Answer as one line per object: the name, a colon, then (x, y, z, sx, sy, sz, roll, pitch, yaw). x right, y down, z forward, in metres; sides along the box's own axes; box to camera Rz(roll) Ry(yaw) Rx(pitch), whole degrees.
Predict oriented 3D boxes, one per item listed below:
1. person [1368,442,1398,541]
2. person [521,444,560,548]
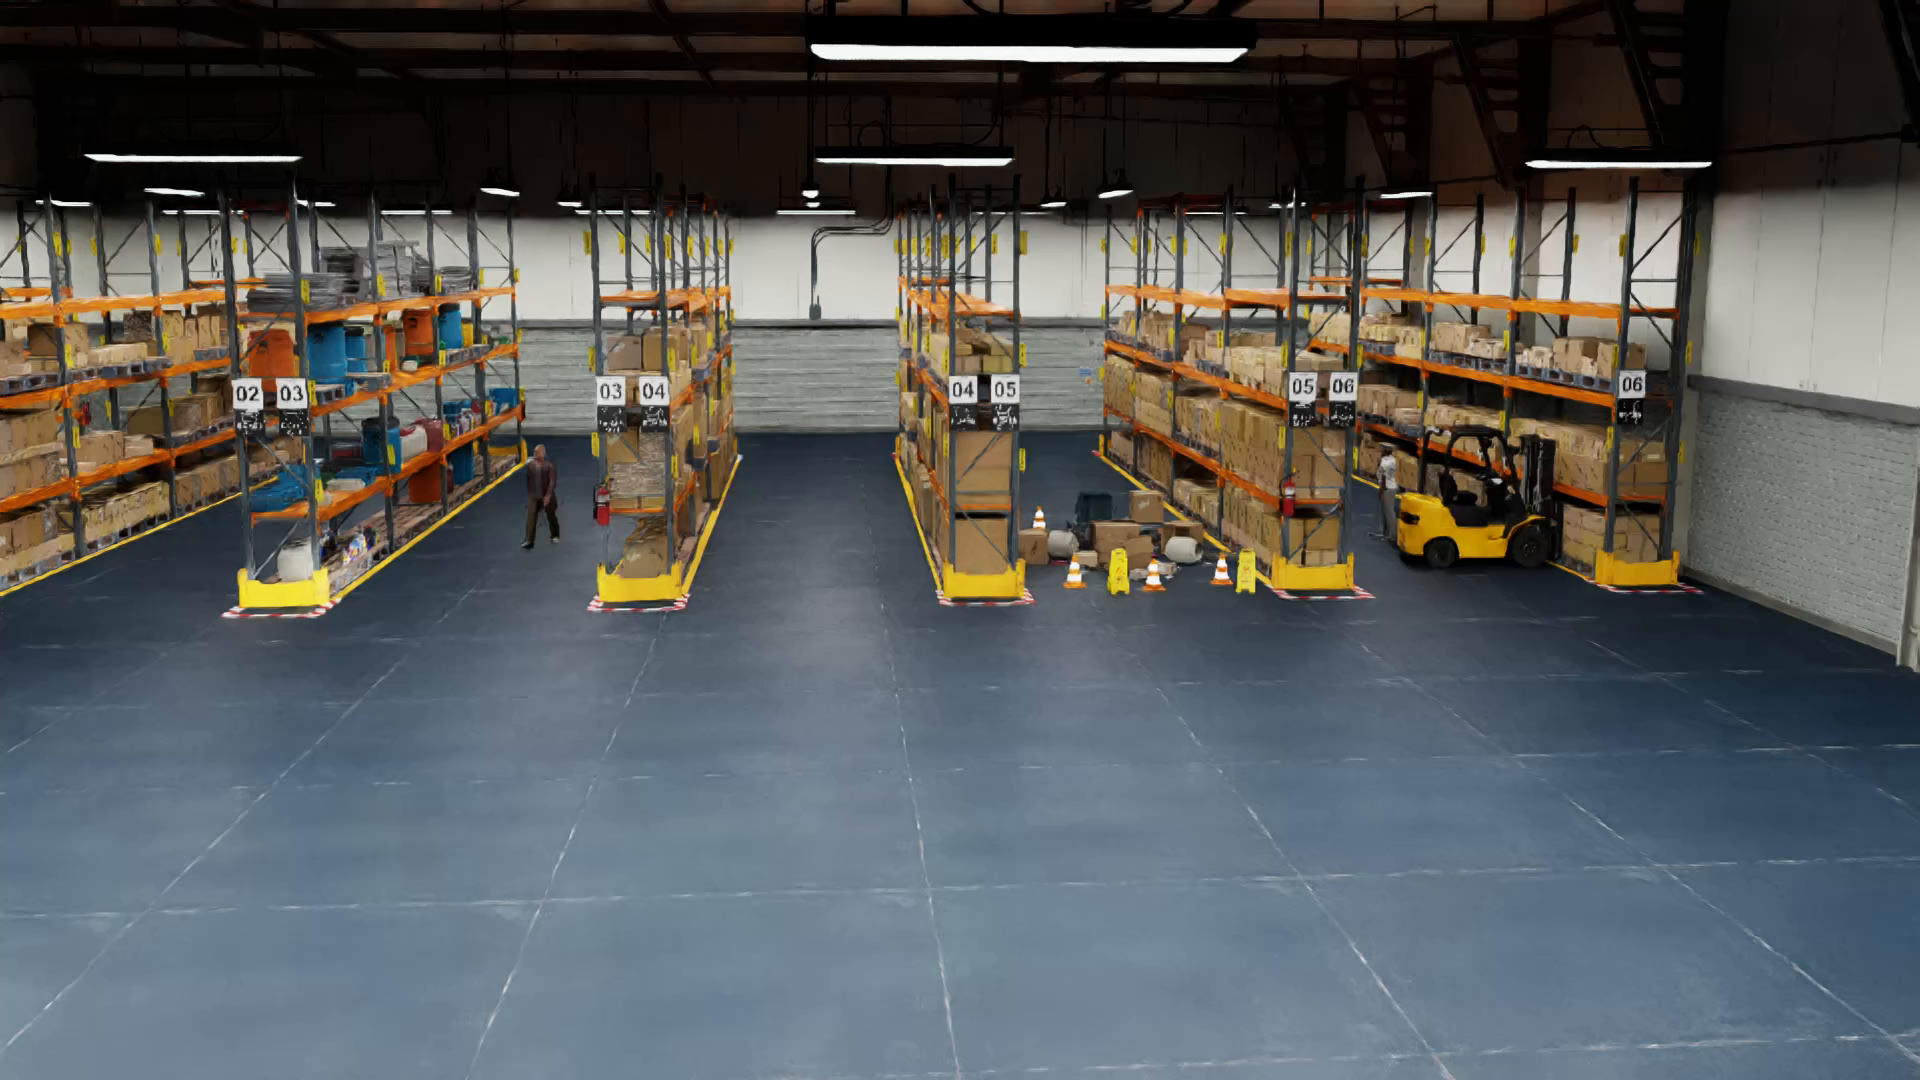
person: (7.316, -0.848, 28.636, 0.549, 1.665, 0.573, 5, 11, 25)
person: (-7.019, -0.750, 27.892, 0.576, 1.712, 1.090, 1, 10, 4)
